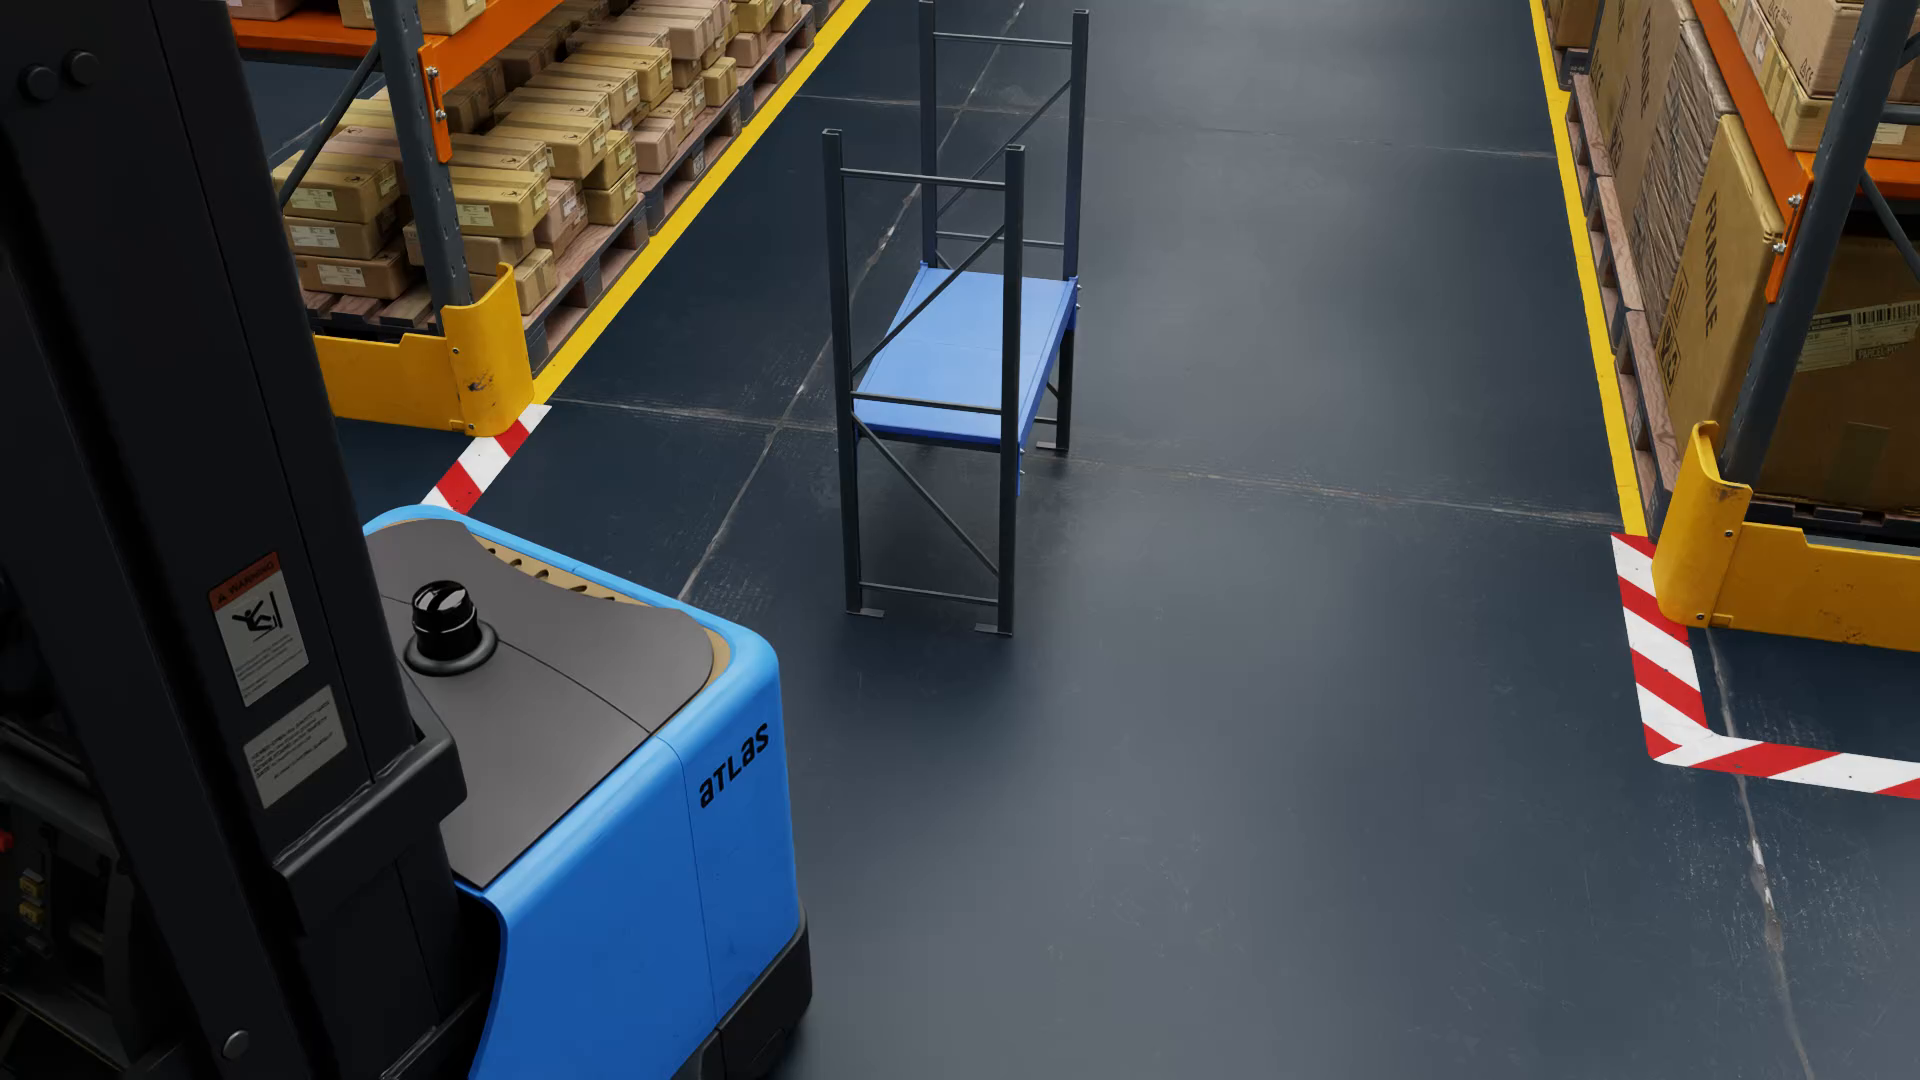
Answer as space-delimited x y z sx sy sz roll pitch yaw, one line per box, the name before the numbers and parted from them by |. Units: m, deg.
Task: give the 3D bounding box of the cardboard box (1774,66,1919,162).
cardboard box | 2.442 -1.153 4.499 0.380 0.149 0.250 8 37 11

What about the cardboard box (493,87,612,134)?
cardboard box | -1.600 -1.657 6.545 0.380 0.149 0.250 6 36 8

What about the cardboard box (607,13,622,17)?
cardboard box | -1.716 -2.495 7.955 0.380 0.149 0.250 6 36 8

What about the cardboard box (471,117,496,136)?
cardboard box | -2.035 -1.602 6.723 0.380 0.149 0.250 7 37 9

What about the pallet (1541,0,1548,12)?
pallet | 3.891 -3.327 9.660 1.003 0.211 1.213 7 37 10

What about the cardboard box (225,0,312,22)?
cardboard box | -2.343 -1.809 5.404 0.380 0.149 0.250 7 37 10

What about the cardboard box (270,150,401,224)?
cardboard box | -2.271 -1.281 6.025 0.380 0.149 0.250 8 37 11

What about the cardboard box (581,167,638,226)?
cardboard box | -1.528 -1.401 6.698 0.380 0.149 0.250 8 37 11

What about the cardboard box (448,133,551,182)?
cardboard box | -1.751 -1.376 6.157 0.380 0.149 0.250 8 37 11

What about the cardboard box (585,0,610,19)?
cardboard box | -1.848 -2.477 7.676 0.380 0.149 0.250 8 37 11

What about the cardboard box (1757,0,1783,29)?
cardboard box | 2.641 -1.671 4.873 0.500 0.250 0.500 7 36 9

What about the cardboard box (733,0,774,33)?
cardboard box | -1.124 -2.585 8.079 0.380 0.149 0.250 6 36 8

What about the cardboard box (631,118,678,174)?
cardboard box | -1.428 -1.691 7.099 0.380 0.149 0.250 6 36 8

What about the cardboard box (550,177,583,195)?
cardboard box | -1.694 -1.394 6.436 0.380 0.149 0.250 8 37 11

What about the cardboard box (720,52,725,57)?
cardboard box | -1.339 -2.296 7.934 0.380 0.149 0.250 6 36 9

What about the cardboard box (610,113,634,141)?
cardboard box | -1.570 -1.692 6.846 0.380 0.149 0.250 6 36 8

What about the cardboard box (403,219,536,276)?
cardboard box | -1.774 -1.093 6.020 0.380 0.149 0.250 9 37 12

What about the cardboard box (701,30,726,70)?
cardboard box | -1.309 -2.305 7.692 0.380 0.149 0.250 8 37 11

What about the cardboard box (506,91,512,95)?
cardboard box | -2.022 -1.904 7.140 0.380 0.149 0.250 9 37 12

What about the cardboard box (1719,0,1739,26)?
cardboard box | 2.659 -1.738 5.307 0.380 0.149 0.250 7 36 9

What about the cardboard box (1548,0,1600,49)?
cardboard box | 3.659 -2.981 8.260 1.225 0.875 0.875 7 37 10

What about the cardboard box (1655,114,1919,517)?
cardboard box | 2.746 -0.696 5.107 0.875 0.875 0.875 7 37 10

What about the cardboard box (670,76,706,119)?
cardboard box | -1.375 -1.996 7.519 0.380 0.149 0.250 8 37 11

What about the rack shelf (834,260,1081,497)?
rack shelf | 0.018 -0.511 4.983 0.538 0.185 1.000 7 37 10

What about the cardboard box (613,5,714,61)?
cardboard box | -1.311 -2.245 7.356 0.380 0.149 0.250 6 36 8

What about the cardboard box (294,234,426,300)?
cardboard box | -2.228 -1.032 6.190 0.380 0.149 0.250 8 37 11

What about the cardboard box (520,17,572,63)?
cardboard box | -1.917 -2.174 7.258 0.380 0.149 0.250 7 37 10

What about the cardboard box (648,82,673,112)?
cardboard box | -1.485 -2.006 7.280 0.380 0.149 0.250 9 37 12

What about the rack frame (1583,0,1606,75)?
rack frame | 3.542 -3.302 7.250 1.000 3.000 0.127 7 37 10

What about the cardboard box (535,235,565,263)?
cardboard box | -1.736 -1.125 6.318 0.380 0.149 0.250 7 37 10

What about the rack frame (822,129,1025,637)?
rack frame | -0.090 -0.365 4.475 0.500 1.500 0.032 7 37 10

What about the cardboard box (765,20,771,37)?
cardboard box | -1.170 -2.592 8.341 0.380 0.149 0.250 8 37 11

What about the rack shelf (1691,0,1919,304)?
rack shelf | 3.115 -1.864 5.879 1.077 0.370 4.000 7 37 10

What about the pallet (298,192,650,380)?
pallet | -1.912 -1.064 6.539 1.003 0.211 1.213 7 37 10

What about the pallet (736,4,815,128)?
pallet | -1.391 -2.463 8.469 1.003 0.211 1.213 7 37 10

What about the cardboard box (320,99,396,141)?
cardboard box | -2.230 -1.582 6.441 0.380 0.149 0.250 7 36 9

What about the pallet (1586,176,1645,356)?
pallet | 3.045 -1.045 6.513 1.003 0.211 1.213 7 37 10

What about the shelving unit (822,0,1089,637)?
shelving unit | 0.018 -0.656 4.877 0.538 1.500 1.048 7 37 10

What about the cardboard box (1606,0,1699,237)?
cardboard box | 3.131 -1.728 6.530 0.875 0.875 0.875 7 37 10

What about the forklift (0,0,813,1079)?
forklift | -1.515 0.471 2.102 1.130 2.935 3.031 19 40 24

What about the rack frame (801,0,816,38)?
rack frame | -1.282 -3.982 8.188 1.000 3.000 0.127 7 37 10

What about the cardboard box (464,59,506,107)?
cardboard box | -2.110 -1.883 6.857 0.380 0.149 0.250 9 37 12

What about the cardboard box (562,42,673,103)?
cardboard box | -1.431 -1.960 6.963 0.380 0.149 0.250 8 37 11

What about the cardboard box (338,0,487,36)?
cardboard box | -1.747 -1.732 5.297 0.380 0.149 0.250 7 37 10

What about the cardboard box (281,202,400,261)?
cardboard box | -2.302 -1.163 6.117 0.380 0.149 0.250 6 36 9

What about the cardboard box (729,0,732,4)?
cardboard box | -1.297 -2.568 7.801 0.380 0.149 0.250 8 37 11

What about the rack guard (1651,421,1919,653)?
rack guard | 2.682 0.017 4.801 1.175 0.500 0.348 7 37 10

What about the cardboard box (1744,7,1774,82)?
cardboard box | 2.551 -1.446 4.904 0.380 0.149 0.250 7 37 10
